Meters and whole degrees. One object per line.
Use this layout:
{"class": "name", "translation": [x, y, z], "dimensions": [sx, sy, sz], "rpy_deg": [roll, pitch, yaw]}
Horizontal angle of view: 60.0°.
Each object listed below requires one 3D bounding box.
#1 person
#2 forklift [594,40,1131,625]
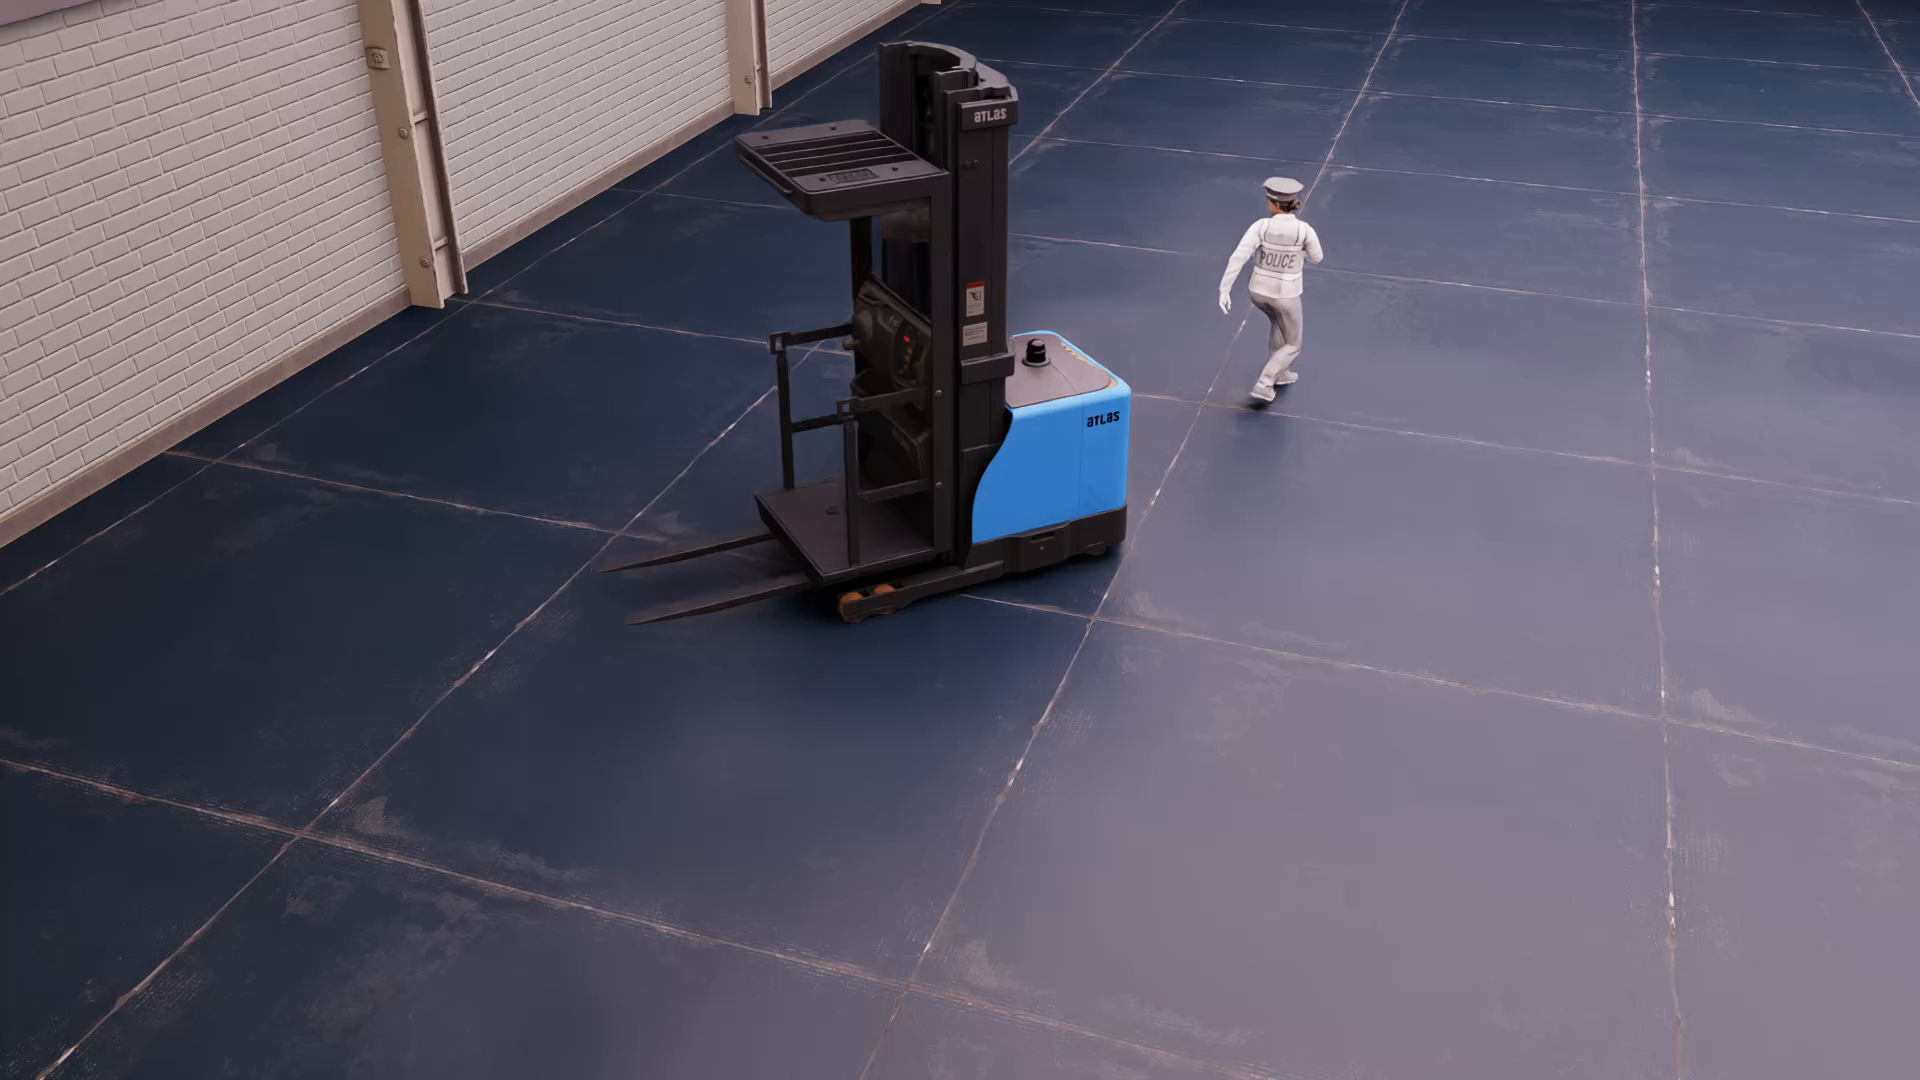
{"class": "person", "translation": [2.186, -1.735, 11.576], "dimensions": [0.531, 1.585, 0.810], "rpy_deg": [19, 35, 30]}
{"class": "forklift", "translation": [-0.563, -1.109, 9.083], "dimensions": [3.031, 2.935, 1.130], "rpy_deg": [-14, 32, -23]}
